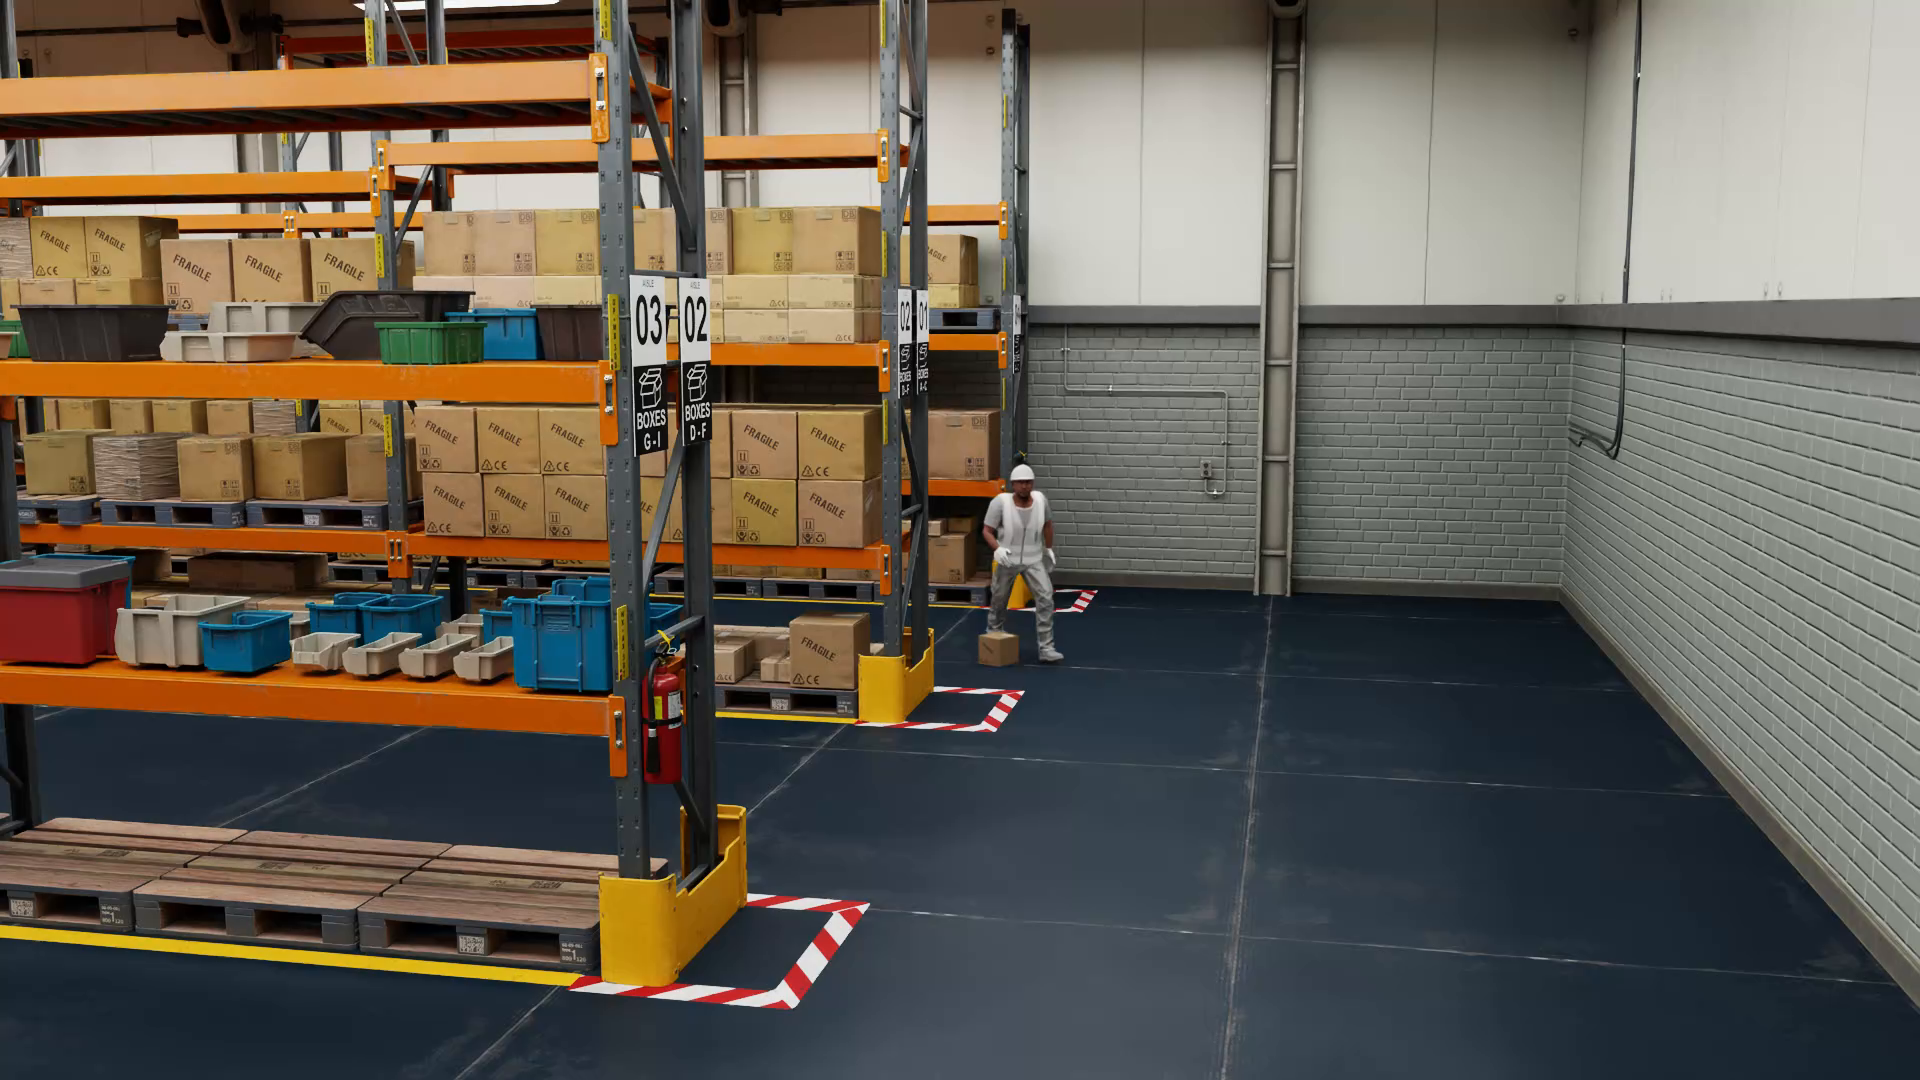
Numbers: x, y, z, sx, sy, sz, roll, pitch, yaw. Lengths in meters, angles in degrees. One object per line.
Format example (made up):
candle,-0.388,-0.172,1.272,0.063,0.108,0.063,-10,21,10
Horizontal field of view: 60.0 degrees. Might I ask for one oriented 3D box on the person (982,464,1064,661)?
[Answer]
person,0.513,0.182,14.555,0.680,1.722,0.868,-1,8,-9
